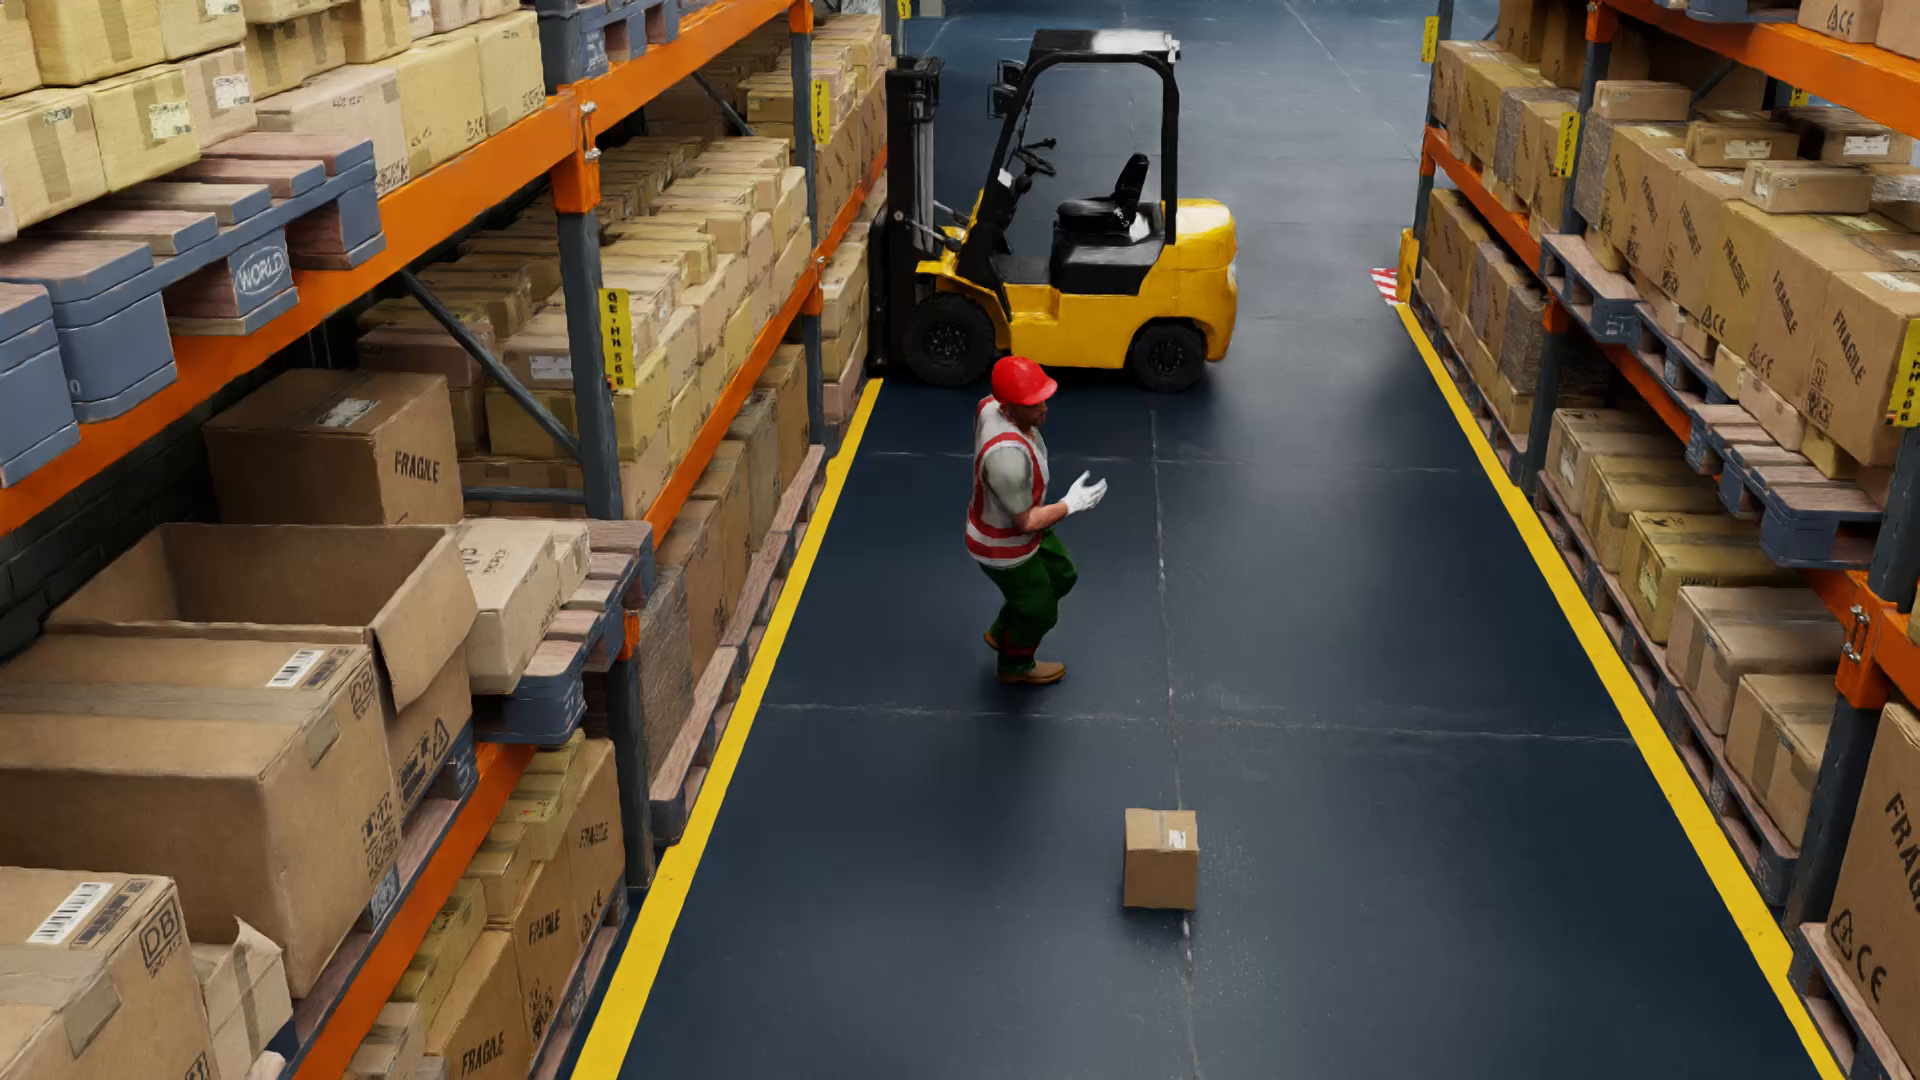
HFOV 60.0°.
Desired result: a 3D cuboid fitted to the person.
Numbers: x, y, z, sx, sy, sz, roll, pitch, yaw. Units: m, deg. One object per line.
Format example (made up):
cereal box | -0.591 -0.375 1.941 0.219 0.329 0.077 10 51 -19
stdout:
person | 0.311 -0.053 6.848 0.565 1.662 0.922 1 24 3
